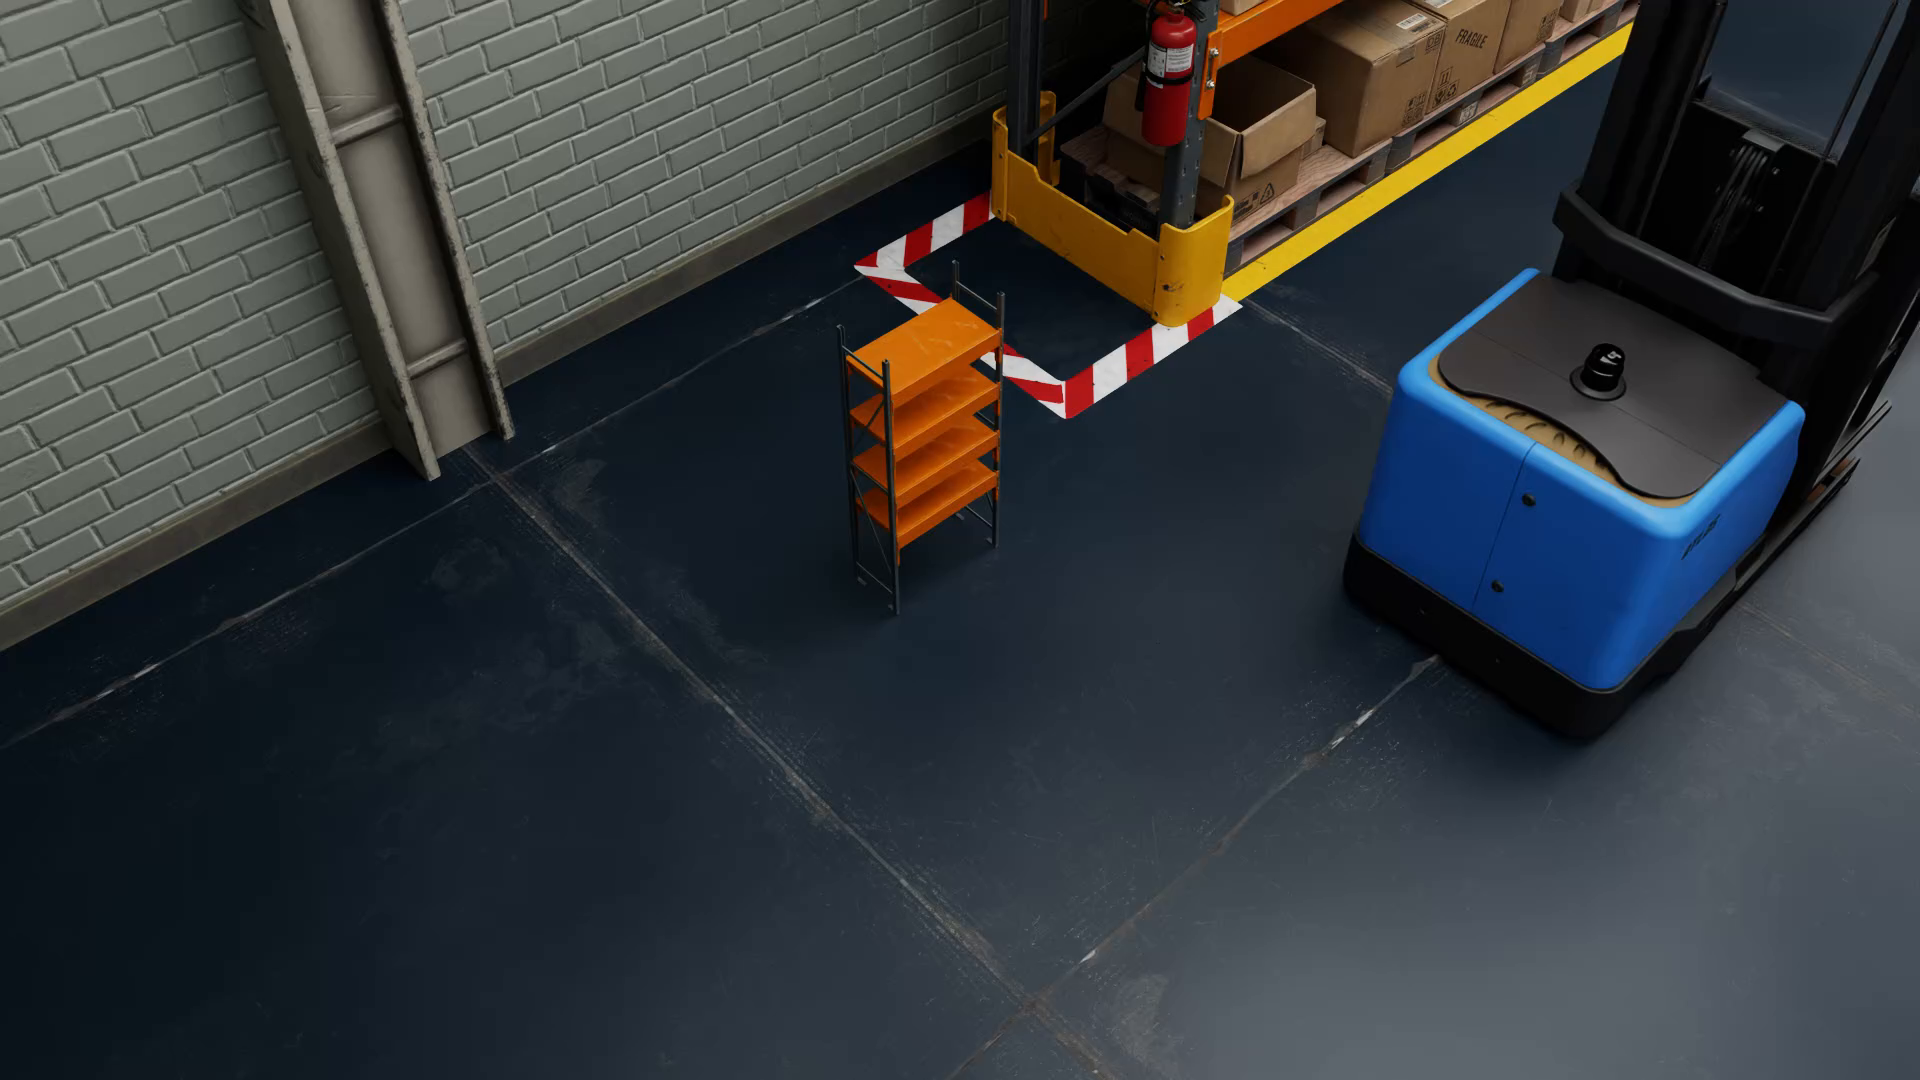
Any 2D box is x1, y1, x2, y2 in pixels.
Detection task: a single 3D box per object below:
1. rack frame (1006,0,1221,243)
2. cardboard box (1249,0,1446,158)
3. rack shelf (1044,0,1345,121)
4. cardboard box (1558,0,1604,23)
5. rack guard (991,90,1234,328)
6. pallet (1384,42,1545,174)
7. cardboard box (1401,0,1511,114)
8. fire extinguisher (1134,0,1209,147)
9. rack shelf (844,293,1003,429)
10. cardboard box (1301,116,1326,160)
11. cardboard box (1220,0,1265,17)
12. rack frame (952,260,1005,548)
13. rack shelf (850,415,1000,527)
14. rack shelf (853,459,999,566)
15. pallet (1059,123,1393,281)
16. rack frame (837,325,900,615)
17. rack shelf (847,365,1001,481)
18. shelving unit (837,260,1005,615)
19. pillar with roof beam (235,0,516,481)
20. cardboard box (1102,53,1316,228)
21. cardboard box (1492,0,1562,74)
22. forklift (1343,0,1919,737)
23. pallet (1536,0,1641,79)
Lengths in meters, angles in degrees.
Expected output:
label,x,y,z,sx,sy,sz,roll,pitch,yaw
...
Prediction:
label,x,y,z,sx,sy,sz,roll,pitch,yaw
rack frame,0.580,-2.268,6.301,0.127,3.000,1.000,-34,56,-27
cardboard box,1.755,-2.215,7.668,0.500,0.500,0.700,-32,55,-26
rack shelf,2.060,-3.013,7.478,4.000,0.370,1.077,-34,56,-27
cardboard box,3.061,-2.849,8.412,0.258,0.266,0.396,-32,55,-26
rack guard,0.637,-1.458,7.255,0.348,0.500,1.175,-34,56,-27
pallet,2.128,-2.354,8.279,1.213,0.211,1.003,-34,56,-27
cardboard box,2.214,-2.422,7.859,0.500,0.500,0.500,-33,55,-27
fire extinguisher,0.783,-1.791,6.168,0.183,0.674,0.296,-34,56,-27
rack shelf,-0.122,-0.591,5.445,0.480,0.148,0.258,-34,56,-27
cardboard box,1.437,-1.883,7.601,0.250,0.149,0.380,-36,57,-28
cardboard box,1.008,-2.196,6.406,0.250,0.149,0.380,-34,56,-27
rack frame,0.058,-0.446,5.845,0.015,1.200,0.240,-34,56,-27
rack shelf,-0.122,-0.279,5.783,0.480,0.148,0.258,-34,56,-27
rack shelf,-0.122,-0.145,5.929,0.480,0.148,0.258,-34,56,-27
pallet,1.226,-1.754,7.725,1.213,0.211,1.003,-34,56,-27
rack frame,-0.303,-0.204,5.622,0.015,1.200,0.240,-34,56,-27
rack shelf,-0.122,-0.431,5.619,0.480,0.148,0.258,-34,56,-27
shelving unit,-0.122,-0.325,5.734,0.503,1.200,0.258,-34,56,-27
pillar with roof beam,0.875,-1.118,1.159,0.400,9.000,9.100,-34,56,-27
cardboard box,1.097,-1.815,7.296,0.637,0.503,0.797,-36,57,-28
cardboard box,2.523,-2.728,8.141,0.500,0.500,0.700,-36,57,-28
forklift,2.790,-1.309,5.464,3.031,2.935,1.130,-36,57,-28
pallet,3.031,-2.961,8.838,1.213,0.211,1.003,-34,56,-27
